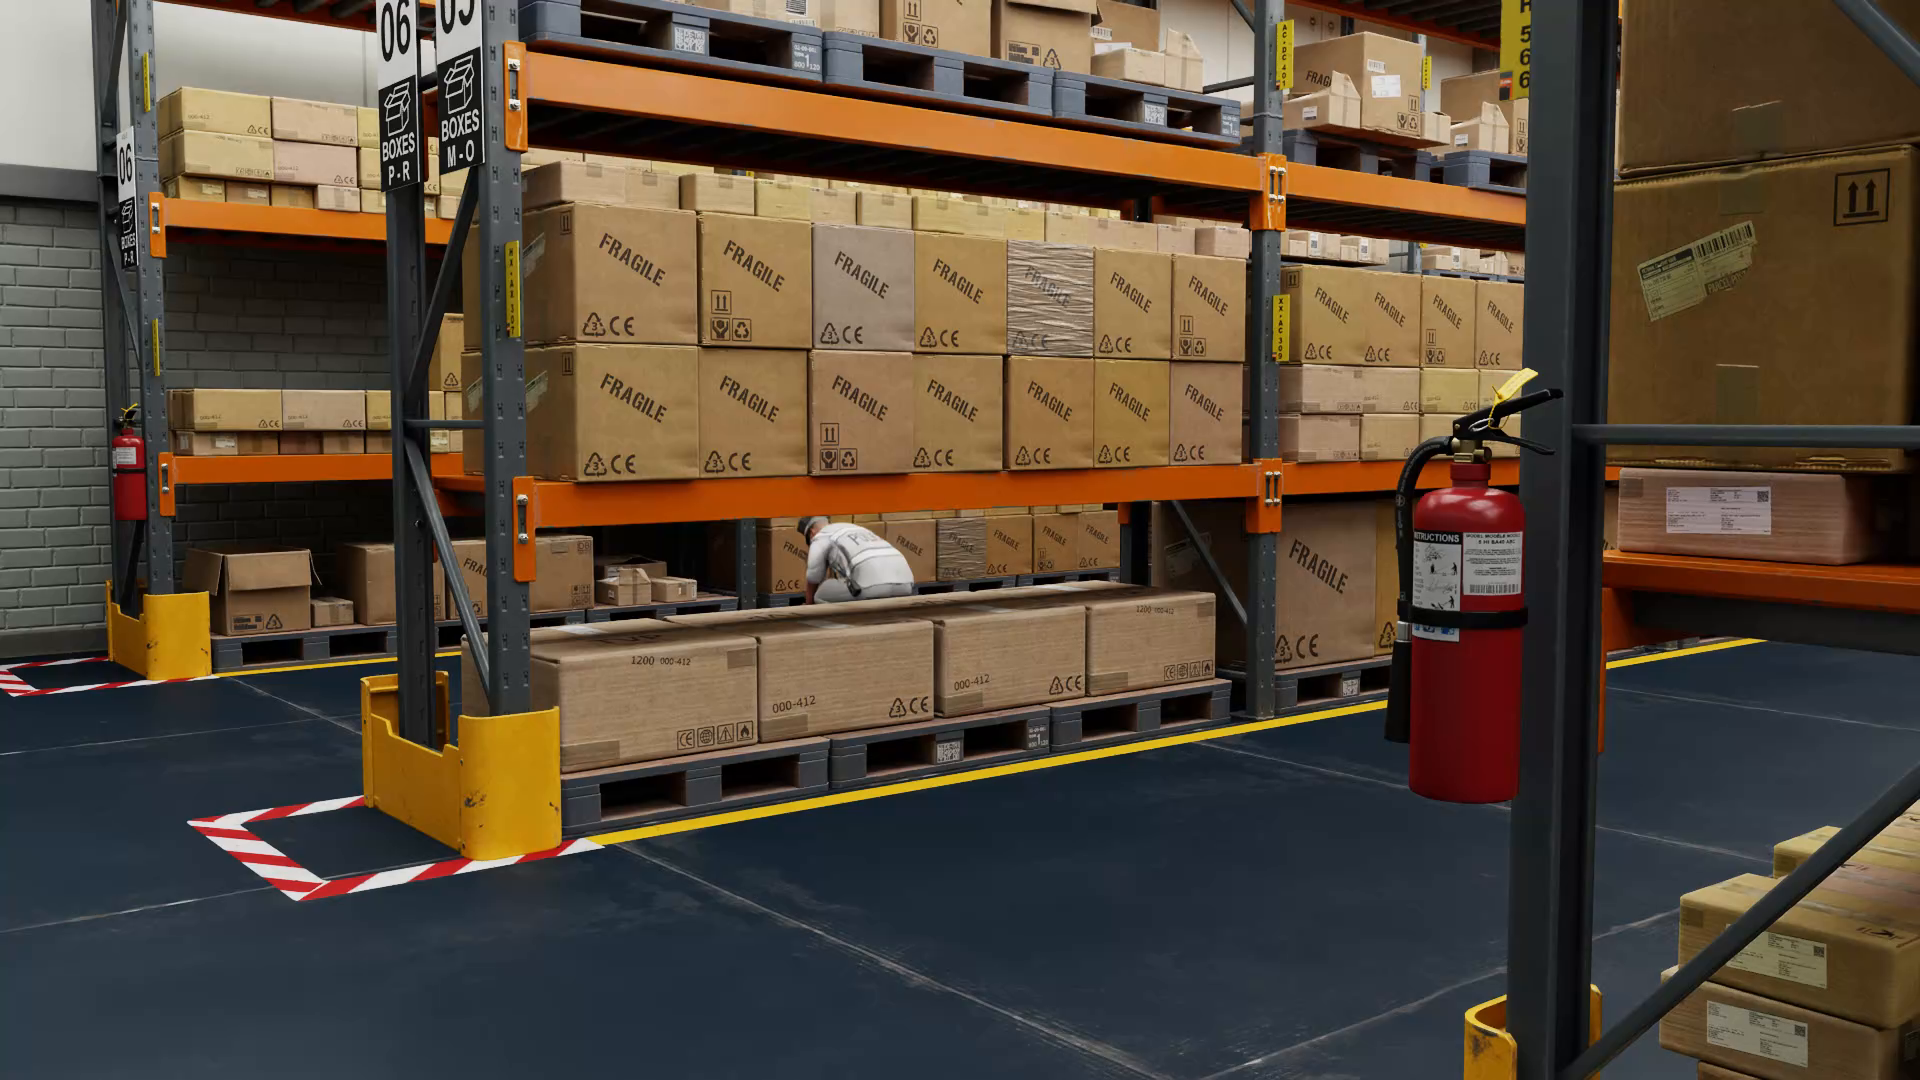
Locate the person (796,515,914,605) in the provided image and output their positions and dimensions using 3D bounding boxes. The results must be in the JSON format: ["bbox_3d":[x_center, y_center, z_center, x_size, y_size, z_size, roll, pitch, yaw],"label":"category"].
[{"bbox_3d":[-0.726,0.262,11.222,0.558,0.902,0.955,-3,5,-39],"label":"person"}]
